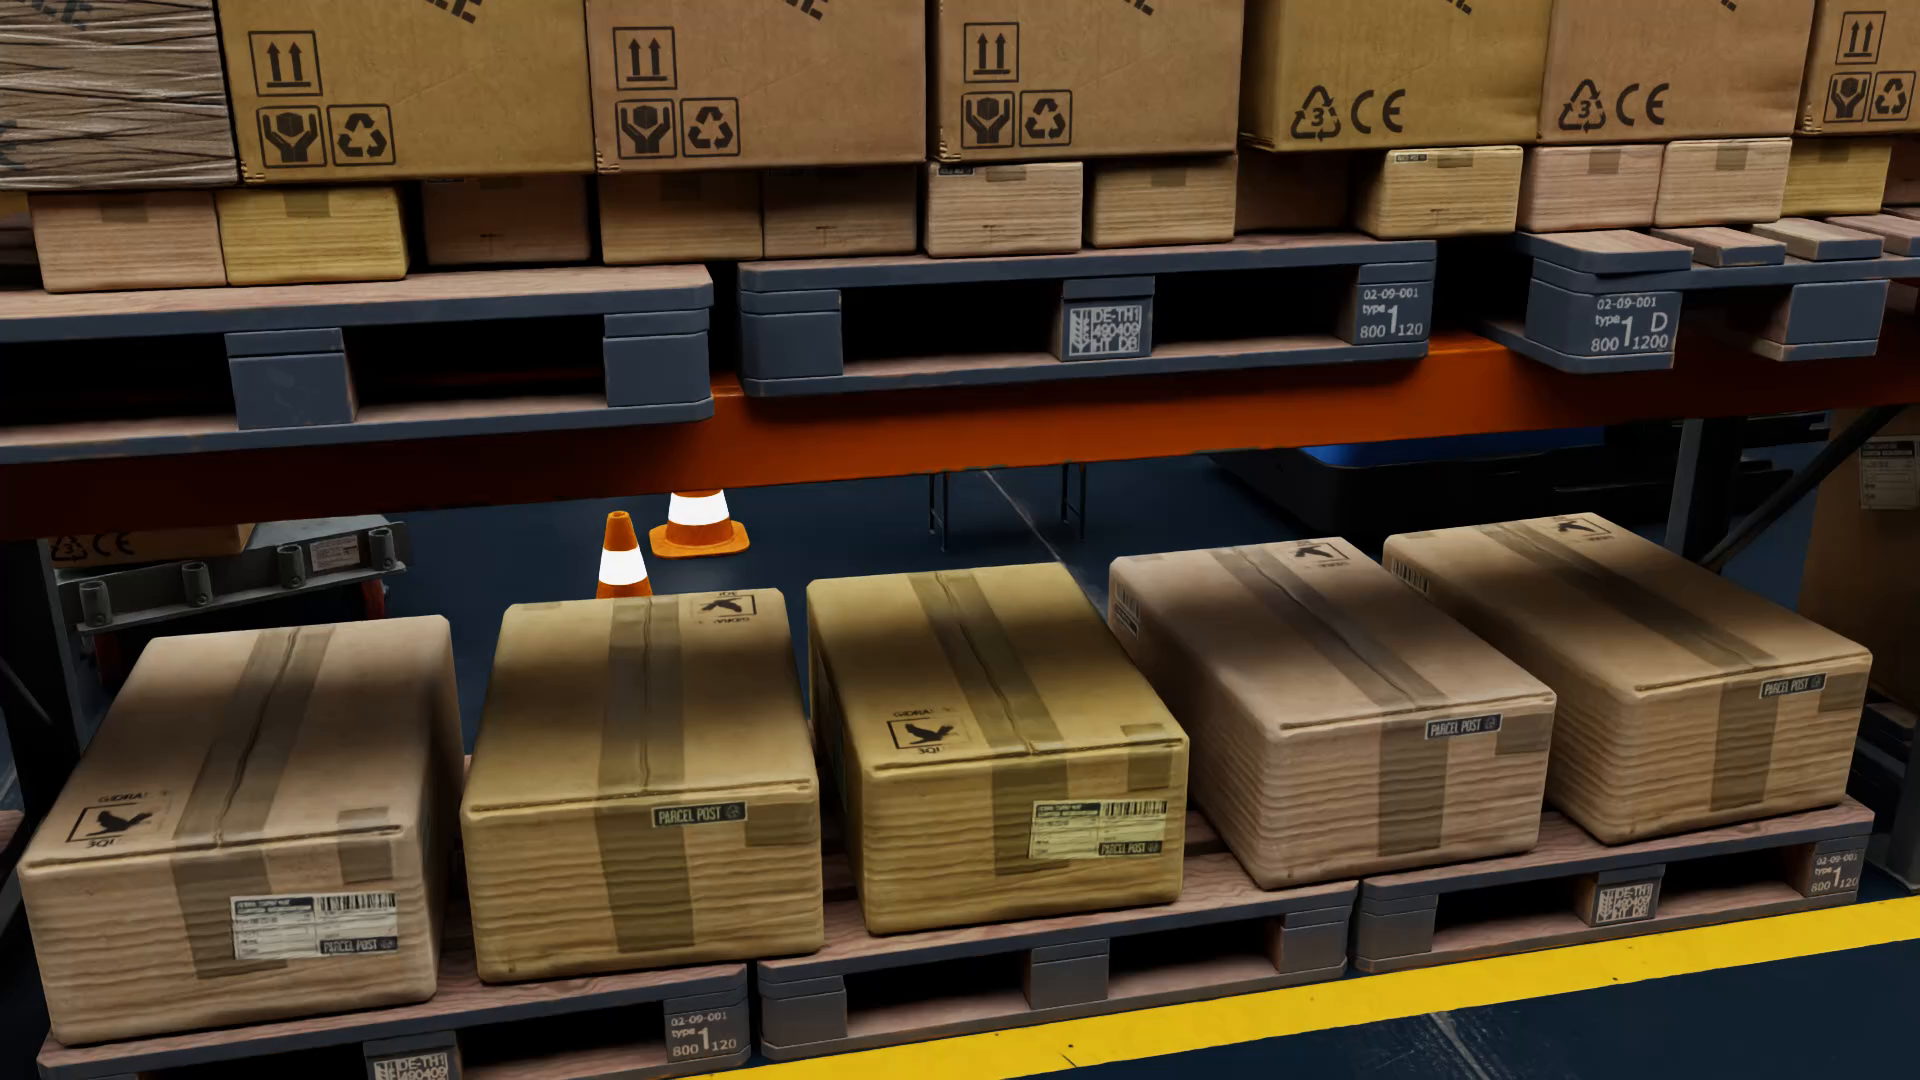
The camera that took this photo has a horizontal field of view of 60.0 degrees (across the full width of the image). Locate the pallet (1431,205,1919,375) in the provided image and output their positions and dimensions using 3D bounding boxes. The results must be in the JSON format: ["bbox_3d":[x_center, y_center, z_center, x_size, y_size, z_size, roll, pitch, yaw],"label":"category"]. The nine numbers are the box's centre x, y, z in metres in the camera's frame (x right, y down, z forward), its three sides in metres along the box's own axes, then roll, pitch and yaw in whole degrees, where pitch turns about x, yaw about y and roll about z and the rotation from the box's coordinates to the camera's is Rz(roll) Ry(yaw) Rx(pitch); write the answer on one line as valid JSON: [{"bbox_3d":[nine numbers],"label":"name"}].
[{"bbox_3d":[1.377,-0.614,3.408,1.003,0.211,1.213,-5,21,-12],"label":"pallet"}]

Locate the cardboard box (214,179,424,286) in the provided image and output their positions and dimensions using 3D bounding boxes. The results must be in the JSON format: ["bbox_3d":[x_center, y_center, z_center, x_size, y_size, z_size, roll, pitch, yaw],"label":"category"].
[{"bbox_3d":[-0.991,-0.513,2.610,0.250,0.149,0.380,-4,21,-11],"label":"cardboard box"}]

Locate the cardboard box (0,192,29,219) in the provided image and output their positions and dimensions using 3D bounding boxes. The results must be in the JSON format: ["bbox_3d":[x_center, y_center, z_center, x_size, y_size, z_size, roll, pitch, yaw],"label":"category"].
[{"bbox_3d":[-3.712,-1.301,7.485,0.875,0.875,0.875,-4,21,-12],"label":"cardboard box"}]

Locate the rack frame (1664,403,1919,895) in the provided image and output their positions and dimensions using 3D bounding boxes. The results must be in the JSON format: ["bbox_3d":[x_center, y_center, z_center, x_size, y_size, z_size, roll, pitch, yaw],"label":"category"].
[{"bbox_3d":[2.046,-0.796,3.627,0.127,3.000,1.000,-5,21,-12],"label":"rack frame"}]

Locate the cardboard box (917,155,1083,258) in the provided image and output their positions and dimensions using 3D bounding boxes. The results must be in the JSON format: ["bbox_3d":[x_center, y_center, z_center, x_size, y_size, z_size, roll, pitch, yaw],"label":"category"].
[{"bbox_3d":[0.039,-0.590,2.820,0.250,0.149,0.380,-4,20,-10],"label":"cardboard box"}]

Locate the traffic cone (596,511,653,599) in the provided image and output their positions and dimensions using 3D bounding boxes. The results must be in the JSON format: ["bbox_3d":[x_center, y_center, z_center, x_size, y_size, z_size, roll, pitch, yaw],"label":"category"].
[{"bbox_3d":[-0.962,0.145,4.746,0.334,0.463,0.336,-5,21,-12],"label":"traffic cone"}]

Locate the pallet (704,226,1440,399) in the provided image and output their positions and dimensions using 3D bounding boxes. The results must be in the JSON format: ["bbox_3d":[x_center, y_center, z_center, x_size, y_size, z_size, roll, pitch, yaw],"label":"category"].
[{"bbox_3d":[0.129,-0.536,3.194,1.213,0.211,1.003,-5,21,-12],"label":"pallet"}]

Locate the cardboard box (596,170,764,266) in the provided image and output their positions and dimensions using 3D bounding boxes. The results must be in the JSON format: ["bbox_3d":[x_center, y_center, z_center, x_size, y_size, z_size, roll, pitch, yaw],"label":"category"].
[{"bbox_3d":[-0.473,-0.568,2.758,0.250,0.149,0.380,-4,21,-12],"label":"cardboard box"}]

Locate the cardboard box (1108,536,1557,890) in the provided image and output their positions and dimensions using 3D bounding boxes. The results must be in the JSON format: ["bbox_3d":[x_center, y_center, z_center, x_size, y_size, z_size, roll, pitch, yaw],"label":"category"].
[{"bbox_3d":[0.778,0.343,3.727,0.625,0.372,0.950,-5,21,-14],"label":"cardboard box"}]

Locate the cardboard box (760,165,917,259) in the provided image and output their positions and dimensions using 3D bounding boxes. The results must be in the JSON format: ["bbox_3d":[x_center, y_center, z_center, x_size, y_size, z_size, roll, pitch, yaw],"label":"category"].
[{"bbox_3d":[-0.232,-0.587,2.810,0.250,0.149,0.380,-4,21,-12],"label":"cardboard box"}]

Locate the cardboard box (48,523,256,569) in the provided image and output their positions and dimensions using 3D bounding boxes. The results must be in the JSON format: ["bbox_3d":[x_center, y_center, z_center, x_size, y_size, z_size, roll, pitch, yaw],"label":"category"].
[{"bbox_3d":[-2.285,-0.255,4.682,0.500,0.500,0.500,-5,21,-12],"label":"cardboard box"}]

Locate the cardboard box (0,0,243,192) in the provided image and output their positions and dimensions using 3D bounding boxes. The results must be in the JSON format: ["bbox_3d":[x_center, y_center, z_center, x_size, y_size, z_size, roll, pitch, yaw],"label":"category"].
[{"bbox_3d":[-1.324,-0.804,2.461,0.500,0.500,0.500,-4,21,-11],"label":"cardboard box"}]

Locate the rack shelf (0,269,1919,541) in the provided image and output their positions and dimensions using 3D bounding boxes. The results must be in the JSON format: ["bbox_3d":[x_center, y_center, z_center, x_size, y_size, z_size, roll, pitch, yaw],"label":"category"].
[{"bbox_3d":[0.100,-0.300,3.318,4.000,0.370,1.077,-5,21,-12],"label":"rack shelf"}]

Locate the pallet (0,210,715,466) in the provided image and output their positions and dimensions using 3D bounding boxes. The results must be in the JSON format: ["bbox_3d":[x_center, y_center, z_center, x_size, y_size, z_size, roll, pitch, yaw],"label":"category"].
[{"bbox_3d":[-1.069,-0.401,2.828,1.213,0.211,1.003,-5,21,-12],"label":"pallet"}]

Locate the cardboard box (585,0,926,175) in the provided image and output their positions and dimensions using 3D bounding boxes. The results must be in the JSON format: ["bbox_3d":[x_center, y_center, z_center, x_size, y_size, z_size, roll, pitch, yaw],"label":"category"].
[{"bbox_3d":[-0.353,-0.879,2.664,0.500,0.500,0.500,-5,21,-13],"label":"cardboard box"}]

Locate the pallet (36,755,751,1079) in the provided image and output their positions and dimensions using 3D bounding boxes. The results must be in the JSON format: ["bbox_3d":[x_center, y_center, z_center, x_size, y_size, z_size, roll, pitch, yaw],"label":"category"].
[{"bbox_3d":[-1.089,0.768,3.412,1.213,0.211,1.003,-5,21,-12],"label":"pallet"}]

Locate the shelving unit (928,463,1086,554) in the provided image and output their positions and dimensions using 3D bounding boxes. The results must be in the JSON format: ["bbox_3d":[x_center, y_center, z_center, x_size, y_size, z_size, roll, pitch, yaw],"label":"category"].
[{"bbox_3d":[0.161,-0.576,5.644,0.503,1.200,0.258,-5,21,-12],"label":"shelving unit"}]

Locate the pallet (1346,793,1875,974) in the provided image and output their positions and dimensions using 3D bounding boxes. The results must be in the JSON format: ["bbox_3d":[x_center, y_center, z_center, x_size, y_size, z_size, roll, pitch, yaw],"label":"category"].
[{"bbox_3d":[1.285,0.575,3.939,1.213,0.211,1.003,-5,21,-12],"label":"pallet"}]

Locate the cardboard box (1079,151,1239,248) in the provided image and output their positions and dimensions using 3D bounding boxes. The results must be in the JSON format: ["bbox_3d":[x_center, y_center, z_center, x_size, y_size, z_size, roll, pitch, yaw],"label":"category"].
[{"bbox_3d":[0.292,-0.621,2.905,0.250,0.149,0.380,-5,21,-14],"label":"cardboard box"}]

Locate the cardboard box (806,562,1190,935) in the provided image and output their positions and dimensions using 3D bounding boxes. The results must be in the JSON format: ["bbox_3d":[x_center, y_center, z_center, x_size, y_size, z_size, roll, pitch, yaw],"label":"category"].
[{"bbox_3d":[0.038,0.401,3.568,0.625,0.372,0.950,-4,20,-11],"label":"cardboard box"}]

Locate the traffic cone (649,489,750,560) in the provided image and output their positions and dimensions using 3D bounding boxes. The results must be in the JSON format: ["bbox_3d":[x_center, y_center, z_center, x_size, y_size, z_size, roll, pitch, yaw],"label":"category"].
[{"bbox_3d":[-0.910,-0.213,5.722,0.334,0.463,0.336,-5,21,-12],"label":"traffic cone"}]

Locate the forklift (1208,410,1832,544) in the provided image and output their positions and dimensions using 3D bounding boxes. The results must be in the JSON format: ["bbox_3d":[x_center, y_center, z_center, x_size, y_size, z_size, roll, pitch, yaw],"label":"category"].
[{"bbox_3d":[2.544,-1.636,6.019,3.031,2.935,1.130,-6,21,-15],"label":"forklift"}]

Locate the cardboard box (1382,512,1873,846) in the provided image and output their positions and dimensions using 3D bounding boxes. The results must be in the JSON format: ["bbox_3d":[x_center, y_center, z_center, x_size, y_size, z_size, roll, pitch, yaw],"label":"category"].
[{"bbox_3d":[1.494,0.282,3.893,0.625,0.372,0.950,-6,21,-16],"label":"cardboard box"}]

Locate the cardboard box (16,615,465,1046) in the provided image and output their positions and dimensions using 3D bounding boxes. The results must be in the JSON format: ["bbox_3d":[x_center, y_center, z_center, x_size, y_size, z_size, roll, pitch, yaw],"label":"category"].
[{"bbox_3d":[-1.337,0.515,3.258,0.625,0.372,0.950,-4,21,-12],"label":"cardboard box"}]

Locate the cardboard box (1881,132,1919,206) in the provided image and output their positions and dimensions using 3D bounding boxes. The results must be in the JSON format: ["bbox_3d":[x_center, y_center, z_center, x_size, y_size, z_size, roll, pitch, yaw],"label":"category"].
[{"bbox_3d":[1.781,-0.770,3.312,0.250,0.149,0.380,-4,20,-10],"label":"cardboard box"}]

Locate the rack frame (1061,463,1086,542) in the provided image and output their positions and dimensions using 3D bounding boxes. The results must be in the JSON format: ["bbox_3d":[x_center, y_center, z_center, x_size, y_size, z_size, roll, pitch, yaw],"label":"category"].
[{"bbox_3d":[0.399,-0.596,5.697,0.015,1.200,0.240,-5,21,-12],"label":"rack frame"}]

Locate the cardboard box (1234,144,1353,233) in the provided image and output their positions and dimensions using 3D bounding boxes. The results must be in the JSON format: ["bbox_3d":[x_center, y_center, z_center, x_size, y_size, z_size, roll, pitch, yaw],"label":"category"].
[{"bbox_3d":[0.517,-0.669,3.034,0.250,0.149,0.380,-4,21,-12],"label":"cardboard box"}]

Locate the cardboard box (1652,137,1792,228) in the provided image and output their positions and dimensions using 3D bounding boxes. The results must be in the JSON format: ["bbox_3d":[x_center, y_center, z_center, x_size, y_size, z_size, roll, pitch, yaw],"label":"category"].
[{"bbox_3d":[1.302,-0.690,3.092,0.250,0.149,0.380,-5,21,-13],"label":"cardboard box"}]

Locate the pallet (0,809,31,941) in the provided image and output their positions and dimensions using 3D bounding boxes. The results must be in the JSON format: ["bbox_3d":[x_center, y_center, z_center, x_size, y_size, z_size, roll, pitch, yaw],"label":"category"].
[{"bbox_3d":[-2.492,0.895,3.065,1.213,0.211,1.003,-5,21,-12],"label":"pallet"}]

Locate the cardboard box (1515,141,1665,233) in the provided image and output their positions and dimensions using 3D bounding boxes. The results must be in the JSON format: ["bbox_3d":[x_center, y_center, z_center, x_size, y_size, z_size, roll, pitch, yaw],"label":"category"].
[{"bbox_3d":[1.055,-0.673,3.045,0.250,0.149,0.380,-6,21,-15],"label":"cardboard box"}]

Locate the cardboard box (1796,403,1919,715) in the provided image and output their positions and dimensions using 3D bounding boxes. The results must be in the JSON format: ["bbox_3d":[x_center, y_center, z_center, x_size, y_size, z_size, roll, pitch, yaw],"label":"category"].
[{"bbox_3d":[2.737,-0.022,3.993,0.875,0.875,0.875,-5,21,-13],"label":"cardboard box"}]

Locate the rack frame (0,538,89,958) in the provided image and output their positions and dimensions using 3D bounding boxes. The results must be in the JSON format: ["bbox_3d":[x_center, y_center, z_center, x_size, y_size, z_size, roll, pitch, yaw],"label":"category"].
[{"bbox_3d":[-1.847,-0.479,2.762,0.127,3.000,1.000,-5,21,-12],"label":"rack frame"}]

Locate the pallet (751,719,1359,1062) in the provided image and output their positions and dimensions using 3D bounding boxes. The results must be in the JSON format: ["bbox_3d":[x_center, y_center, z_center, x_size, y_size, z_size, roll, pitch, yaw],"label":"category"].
[{"bbox_3d":[0.100,0.670,3.678,1.213,0.211,1.003,-5,21,-12],"label":"pallet"}]

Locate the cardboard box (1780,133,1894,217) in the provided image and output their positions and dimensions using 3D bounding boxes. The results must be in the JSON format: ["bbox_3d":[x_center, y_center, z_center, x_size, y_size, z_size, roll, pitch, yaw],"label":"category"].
[{"bbox_3d":[1.537,-0.725,3.188,0.250,0.149,0.380,-4,21,-12],"label":"cardboard box"}]

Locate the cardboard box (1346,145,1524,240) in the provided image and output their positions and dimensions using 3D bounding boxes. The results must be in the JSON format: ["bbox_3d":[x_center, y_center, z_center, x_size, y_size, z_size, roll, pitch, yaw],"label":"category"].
[{"bbox_3d":[0.791,-0.646,2.973,0.250,0.149,0.380,-4,21,-12],"label":"cardboard box"}]

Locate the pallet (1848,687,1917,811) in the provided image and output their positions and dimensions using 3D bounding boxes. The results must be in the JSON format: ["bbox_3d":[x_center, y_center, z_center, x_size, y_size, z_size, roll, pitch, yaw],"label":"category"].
[{"bbox_3d":[2.831,0.476,4.208,1.213,0.211,1.003,-5,21,-12],"label":"pallet"}]

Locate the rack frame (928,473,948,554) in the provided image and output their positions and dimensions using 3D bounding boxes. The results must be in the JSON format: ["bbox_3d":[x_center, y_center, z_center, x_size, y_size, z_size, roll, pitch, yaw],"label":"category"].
[{"bbox_3d":[-0.076,-0.557,5.591,0.015,1.200,0.240,-5,21,-12],"label":"rack frame"}]

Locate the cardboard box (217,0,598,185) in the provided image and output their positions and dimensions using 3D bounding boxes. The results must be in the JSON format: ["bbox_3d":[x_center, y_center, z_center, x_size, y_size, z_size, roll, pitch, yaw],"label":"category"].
[{"bbox_3d":[-0.837,-0.844,2.570,0.500,0.500,0.500,-5,21,-12],"label":"cardboard box"}]

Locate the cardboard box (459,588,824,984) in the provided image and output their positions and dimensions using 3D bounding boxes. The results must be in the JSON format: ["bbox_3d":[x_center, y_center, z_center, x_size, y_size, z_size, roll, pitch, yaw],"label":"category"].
[{"bbox_3d":[-0.638,0.457,3.416,0.625,0.372,0.950,-3,20,-9],"label":"cardboard box"}]

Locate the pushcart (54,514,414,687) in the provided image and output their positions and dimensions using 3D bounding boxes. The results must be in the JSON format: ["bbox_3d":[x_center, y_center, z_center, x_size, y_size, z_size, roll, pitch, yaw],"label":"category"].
[{"bbox_3d":[-2.420,-0.007,5.286,0.936,0.377,1.648,-13,24,-31],"label":"pushcart"}]

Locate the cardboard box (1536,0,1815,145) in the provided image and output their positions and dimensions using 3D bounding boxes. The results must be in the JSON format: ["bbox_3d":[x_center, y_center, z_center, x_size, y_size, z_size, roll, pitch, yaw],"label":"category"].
[{"bbox_3d":[1.167,-1.006,3.012,0.500,0.500,0.500,-5,21,-13],"label":"cardboard box"}]

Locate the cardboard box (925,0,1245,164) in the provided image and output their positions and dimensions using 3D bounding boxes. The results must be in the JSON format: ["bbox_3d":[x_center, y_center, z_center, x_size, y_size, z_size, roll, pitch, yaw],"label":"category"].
[{"bbox_3d":[0.145,-0.923,2.785,0.500,0.500,0.500,-6,21,-15],"label":"cardboard box"}]

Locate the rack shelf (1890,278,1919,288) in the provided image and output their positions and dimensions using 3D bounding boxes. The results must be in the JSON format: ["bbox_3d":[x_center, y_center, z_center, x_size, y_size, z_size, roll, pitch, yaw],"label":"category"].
[{"bbox_3d":[3.992,-0.616,4.182,4.000,0.370,1.077,-5,21,-12],"label":"rack shelf"}]

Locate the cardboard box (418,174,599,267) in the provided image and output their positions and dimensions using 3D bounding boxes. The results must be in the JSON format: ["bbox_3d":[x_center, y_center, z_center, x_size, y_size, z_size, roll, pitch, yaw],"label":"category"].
[{"bbox_3d":[-0.733,-0.561,2.741,0.250,0.149,0.380,-3,20,-9],"label":"cardboard box"}]

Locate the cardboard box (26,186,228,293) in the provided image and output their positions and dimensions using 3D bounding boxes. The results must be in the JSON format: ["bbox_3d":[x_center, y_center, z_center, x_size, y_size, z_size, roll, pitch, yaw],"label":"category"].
[{"bbox_3d":[-1.236,-0.497,2.564,0.250,0.149,0.380,-4,21,-12],"label":"cardboard box"}]

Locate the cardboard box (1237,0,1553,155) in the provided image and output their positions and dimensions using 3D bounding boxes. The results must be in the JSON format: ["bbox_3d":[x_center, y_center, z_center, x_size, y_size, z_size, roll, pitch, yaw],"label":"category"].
[{"bbox_3d":[0.676,-0.966,2.902,0.500,0.500,0.500,-6,21,-16],"label":"cardboard box"}]

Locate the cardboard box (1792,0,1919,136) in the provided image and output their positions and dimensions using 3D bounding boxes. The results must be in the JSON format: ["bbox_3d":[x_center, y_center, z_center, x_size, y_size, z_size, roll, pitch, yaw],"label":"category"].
[{"bbox_3d":[1.668,-1.051,3.134,0.500,0.500,0.500,-5,21,-14],"label":"cardboard box"}]

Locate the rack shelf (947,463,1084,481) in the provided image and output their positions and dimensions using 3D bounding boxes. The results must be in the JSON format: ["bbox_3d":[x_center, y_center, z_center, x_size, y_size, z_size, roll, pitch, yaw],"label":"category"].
[{"bbox_3d":[0.161,-0.327,5.735,0.480,0.148,0.258,-5,21,-12],"label":"rack shelf"}]
